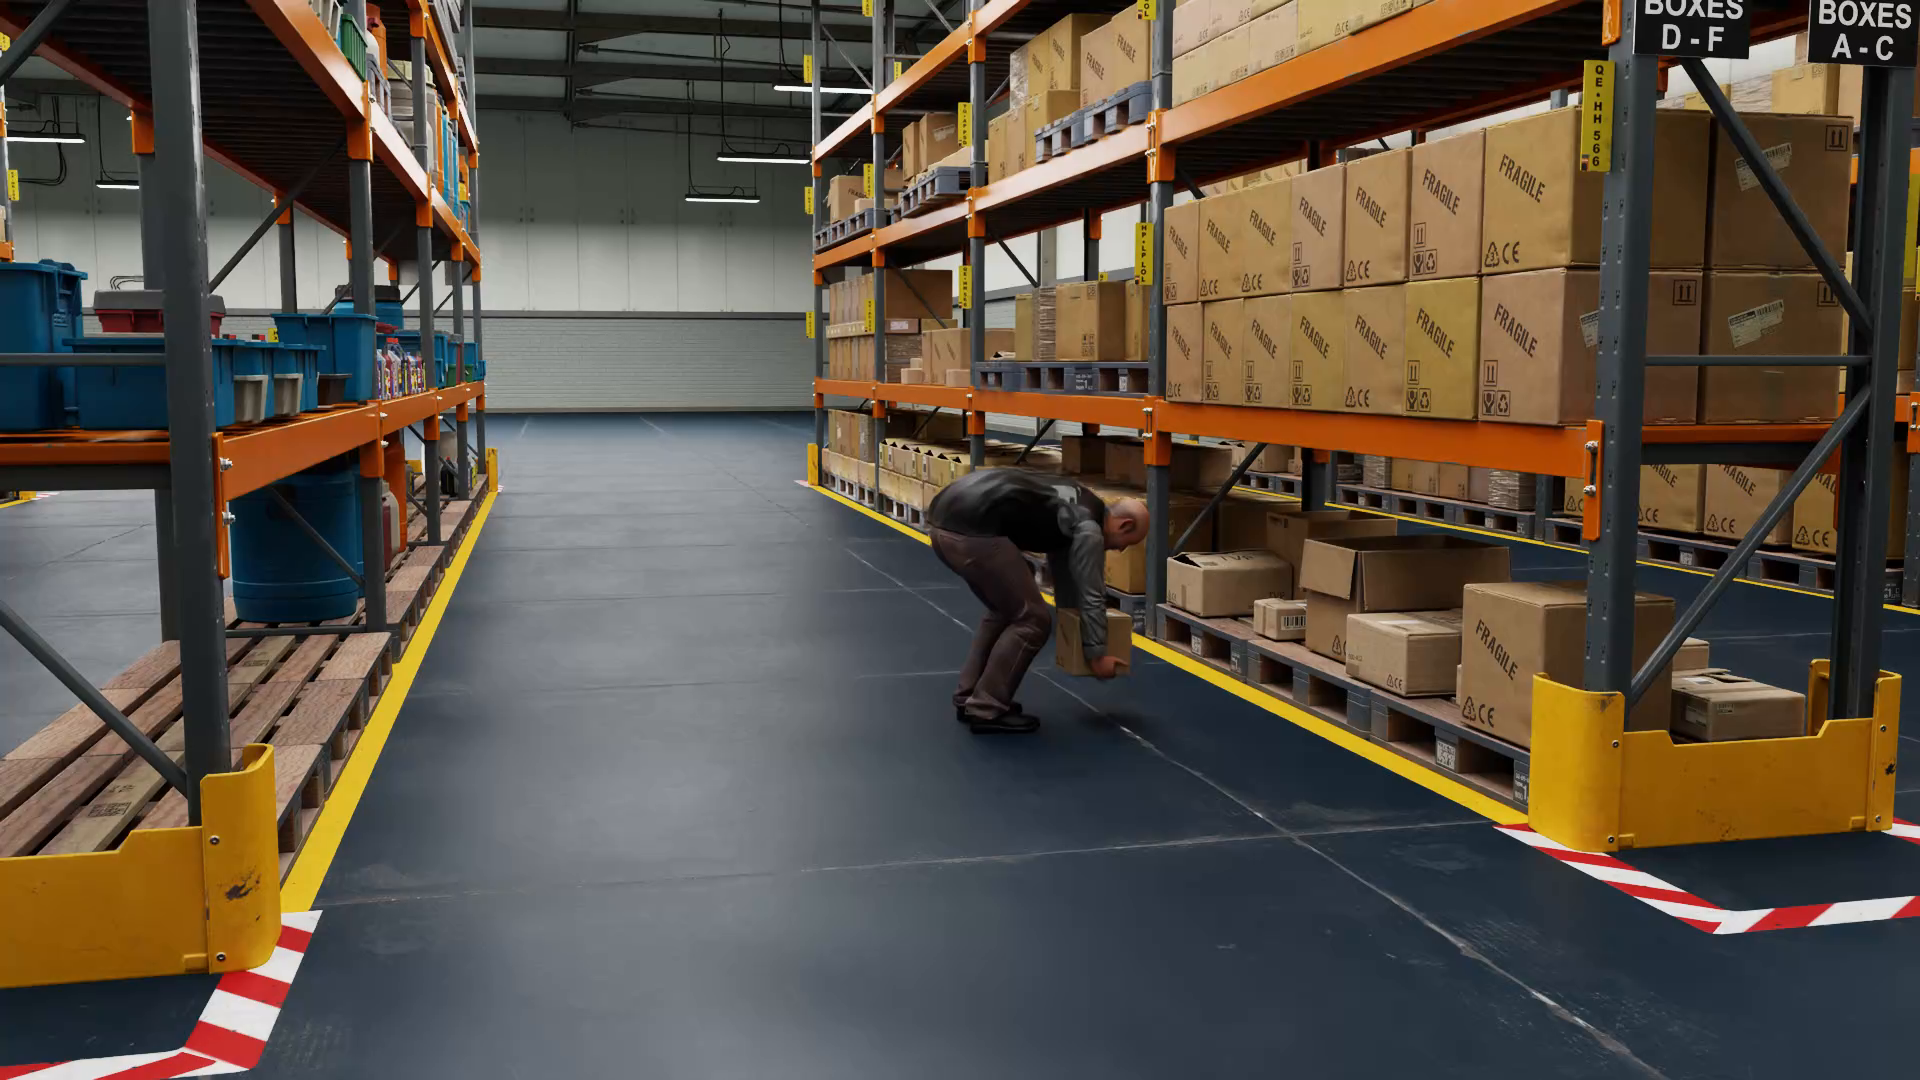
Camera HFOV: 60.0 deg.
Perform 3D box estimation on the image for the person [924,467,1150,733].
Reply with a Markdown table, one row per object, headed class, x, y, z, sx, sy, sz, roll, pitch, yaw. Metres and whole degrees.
| class | x | y | z | sx | sy | sz | roll | pitch | yaw |
| --- | --- | --- | --- | --- | --- | --- | --- | --- | --- |
| person | 0.340 | 0.229 | 6.953 | 0.959 | 1.077 | 0.484 | -2 | 6 | -16 |
